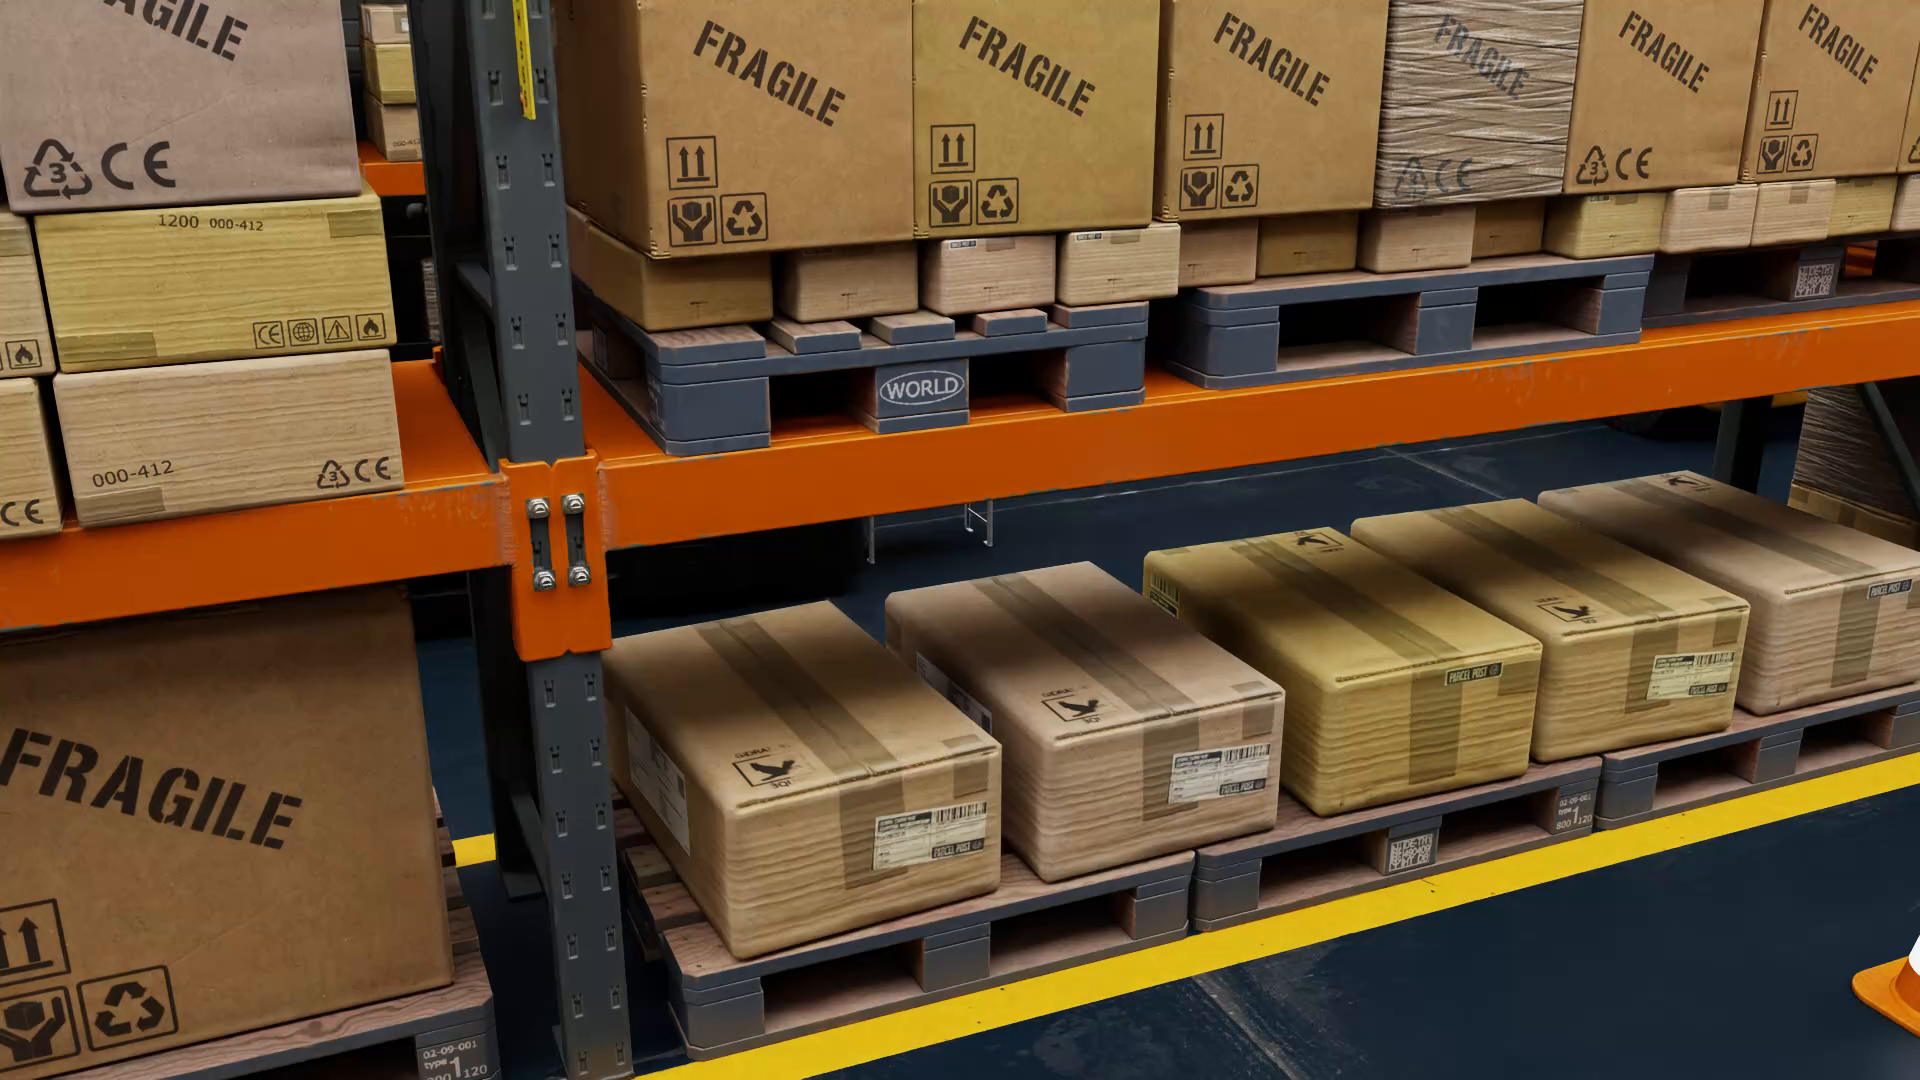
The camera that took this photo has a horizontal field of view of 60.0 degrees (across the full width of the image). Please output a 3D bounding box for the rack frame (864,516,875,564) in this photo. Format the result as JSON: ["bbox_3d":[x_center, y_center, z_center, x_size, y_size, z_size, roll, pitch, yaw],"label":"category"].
[{"bbox_3d":[-0.376,-0.512,6.170,0.015,1.200,0.240,-8,21,-22],"label":"rack frame"}]

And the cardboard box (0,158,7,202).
[{"bbox_3d":[-1.759,-0.760,2.507,0.500,0.500,0.500,-8,21,-21],"label":"cardboard box"}]

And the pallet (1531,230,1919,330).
[{"bbox_3d":[1.993,-0.838,4.675,1.213,0.211,1.003,-8,21,-22],"label":"pallet"}]

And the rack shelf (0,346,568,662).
[{"bbox_3d":[-2.757,0.144,2.680,4.000,0.370,1.077,-8,21,-22],"label":"rack shelf"}]

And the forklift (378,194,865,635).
[{"bbox_3d":[-1.921,-1.225,5.588,3.031,2.935,1.130,-5,20,-14],"label":"forklift"}]

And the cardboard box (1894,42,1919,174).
[{"bbox_3d":[2.419,-1.240,4.295,0.500,0.500,0.500,-9,21,-23],"label":"cardboard box"}]

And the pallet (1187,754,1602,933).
[{"bbox_3d":[0.916,0.595,4.514,1.213,0.211,1.003,-8,21,-22],"label":"pallet"}]

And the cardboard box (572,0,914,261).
[{"bbox_3d":[-0.416,-0.833,3.140,0.500,0.500,0.500,-9,21,-23],"label":"cardboard box"}]

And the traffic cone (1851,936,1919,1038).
[{"bbox_3d":[2.168,0.802,3.548,0.334,0.463,0.336,-8,21,-22],"label":"traffic cone"}]

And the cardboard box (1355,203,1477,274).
[{"bbox_3d":[0.955,-0.722,3.802,0.250,0.149,0.380,-7,21,-20],"label":"cardboard box"}]

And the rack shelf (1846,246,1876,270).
[{"bbox_3d":[4.589,-0.909,5.669,4.000,0.370,1.077,-8,21,-22],"label":"rack shelf"}]

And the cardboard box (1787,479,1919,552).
[{"bbox_3d":[3.189,-0.046,5.643,0.500,0.250,0.500,-7,21,-19],"label":"cardboard box"}]

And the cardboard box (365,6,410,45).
[{"bbox_3d":[-2.481,-2.277,7.345,0.250,0.149,0.380,-7,21,-20],"label":"cardboard box"}]

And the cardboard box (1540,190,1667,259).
[{"bbox_3d":[1.447,-0.783,3.974,0.250,0.149,0.380,-8,21,-22],"label":"cardboard box"}]

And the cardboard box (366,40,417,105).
[{"bbox_3d":[-2.376,-2.113,7.480,0.500,0.250,0.500,-8,21,-22],"label":"cardboard box"}]

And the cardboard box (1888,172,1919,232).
[{"bbox_3d":[2.389,-0.913,4.343,0.250,0.149,0.380,-8,21,-21],"label":"cardboard box"}]

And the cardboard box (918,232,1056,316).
[{"bbox_3d":[-0.006,-0.573,3.379,0.250,0.149,0.380,-10,22,-25],"label":"cardboard box"}]

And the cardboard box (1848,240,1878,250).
[{"bbox_3d":[2.927,-1.002,5.228,0.250,0.149,0.380,-8,21,-22],"label":"cardboard box"}]

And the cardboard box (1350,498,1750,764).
[{"bbox_3d":[1.613,0.222,4.699,0.625,0.372,0.950,-7,21,-19],"label":"cardboard box"}]

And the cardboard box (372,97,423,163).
[{"bbox_3d":[-2.386,-1.885,7.585,0.500,0.250,0.500,-8,21,-22],"label":"cardboard box"}]

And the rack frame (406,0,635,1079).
[{"bbox_3d":[-0.920,-0.459,3.308,0.127,3.000,1.000,-8,21,-22],"label":"rack frame"}]

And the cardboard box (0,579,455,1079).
[{"bbox_3d":[-1.588,0.411,3.405,0.875,0.875,0.875,-8,21,-22],"label":"cardboard box"}]

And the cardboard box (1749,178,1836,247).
[{"bbox_3d":[1.918,-0.838,4.132,0.250,0.149,0.380,-9,21,-23],"label":"cardboard box"}]

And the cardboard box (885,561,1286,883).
[{"bbox_3d":[0.277,0.412,4.160,0.625,0.372,0.950,-9,21,-23],"label":"cardboard box"}]

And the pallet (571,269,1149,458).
[{"bbox_3d":[-0.308,-0.494,3.698,1.003,0.211,1.213,-8,21,-22],"label":"pallet"}]

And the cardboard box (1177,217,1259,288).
[{"bbox_3d":[0.445,-0.658,3.622,0.250,0.149,0.380,-7,21,-19],"label":"cardboard box"}]

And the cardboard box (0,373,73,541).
[{"bbox_3d":[-1.745,-0.170,2.714,0.500,0.250,0.500,-8,21,-21],"label":"cardboard box"}]

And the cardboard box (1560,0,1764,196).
[{"bbox_3d":[1.488,-1.108,3.921,0.500,0.500,0.500,-7,21,-20],"label":"cardboard box"}]

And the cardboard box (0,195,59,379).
[{"bbox_3d":[-1.734,-0.414,2.654,0.500,0.250,0.500,-9,21,-23],"label":"cardboard box"}]

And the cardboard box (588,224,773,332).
[{"bbox_3d":[-0.548,-0.524,3.240,0.250,0.149,0.380,-9,22,-25],"label":"cardboard box"}]

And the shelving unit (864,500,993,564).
[{"bbox_3d":[-0.152,-0.544,6.261,0.503,1.200,0.258,-8,21,-22],"label":"shelving unit"}]

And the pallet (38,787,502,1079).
[{"bbox_3d":[-1.674,0.937,3.542,1.213,0.211,1.003,-8,21,-22],"label":"pallet"}]

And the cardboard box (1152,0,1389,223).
[{"bbox_3d":[0.545,-0.975,3.545,0.500,0.500,0.500,-8,21,-21],"label":"cardboard box"}]
